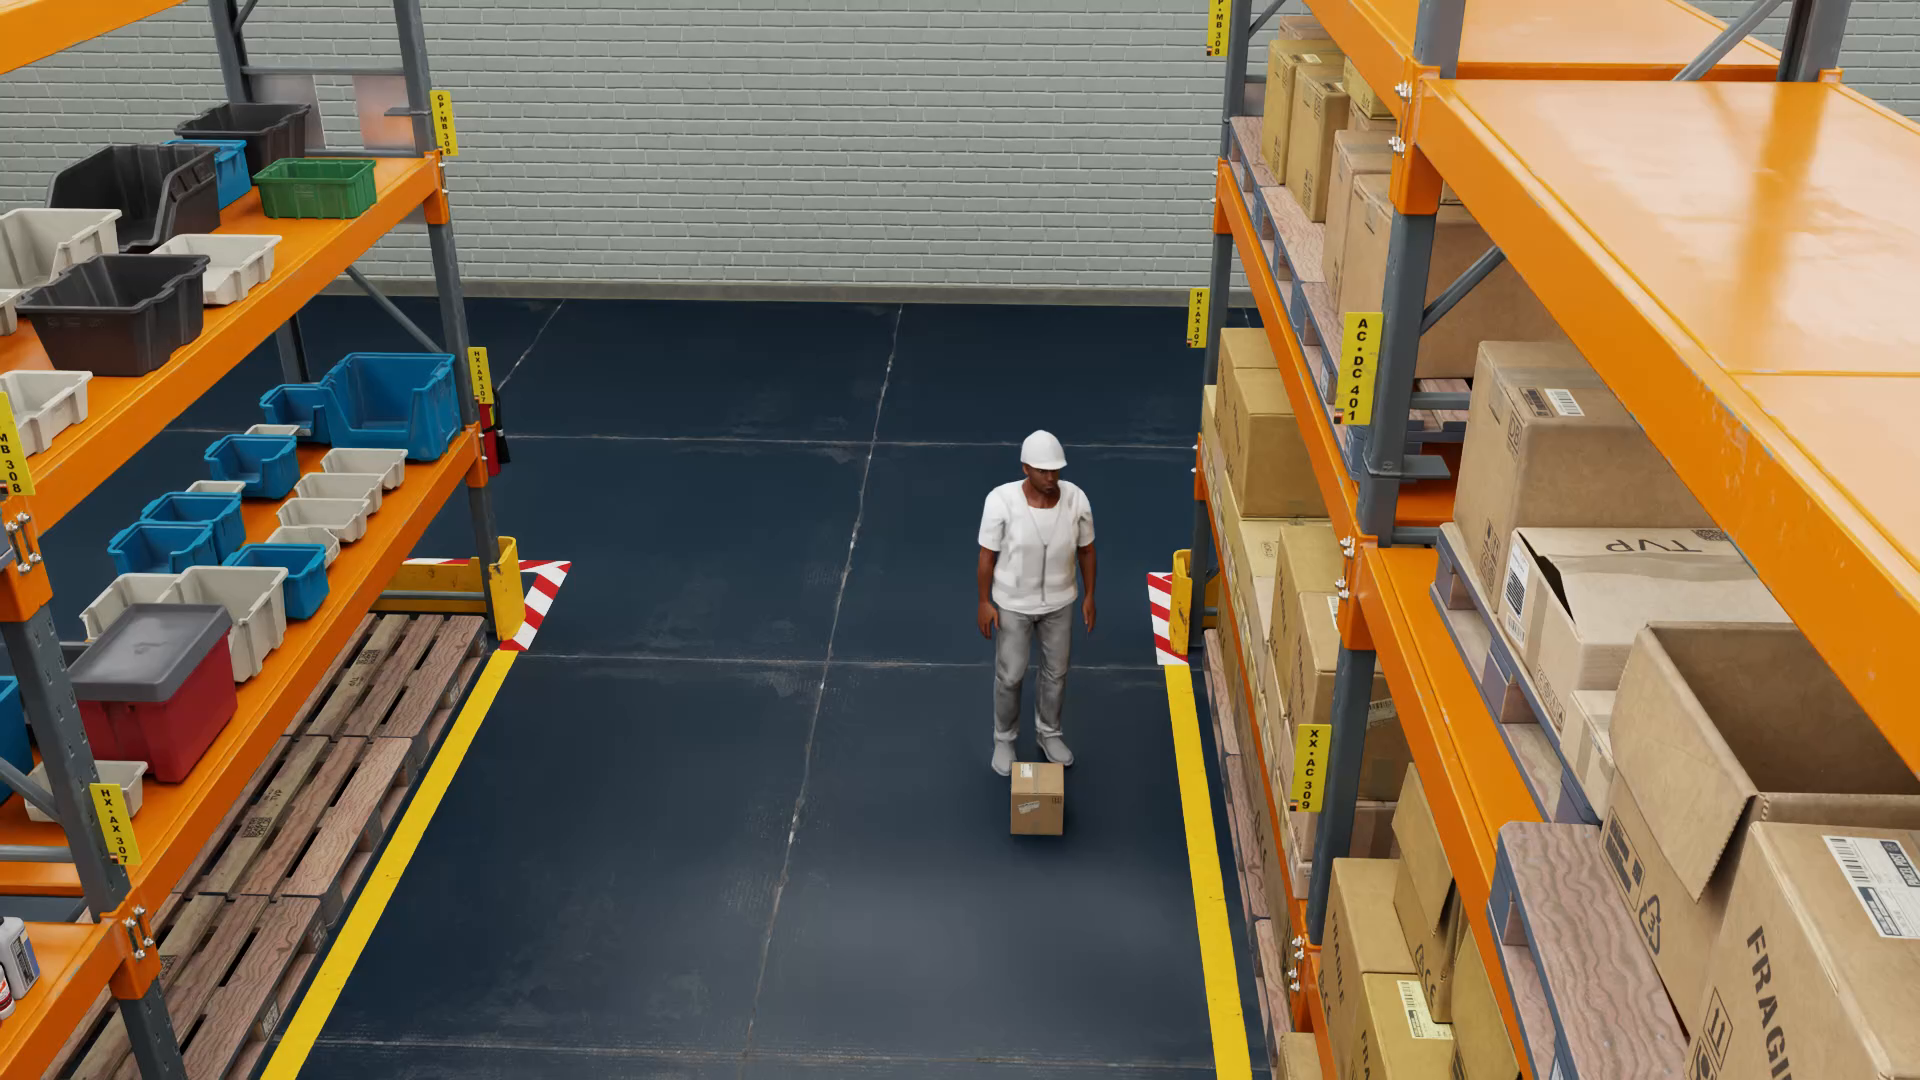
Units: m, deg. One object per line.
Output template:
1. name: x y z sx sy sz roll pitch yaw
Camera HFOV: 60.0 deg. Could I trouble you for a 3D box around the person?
1. person: 0.387 0.321 8.200 0.616 1.797 0.420 -7 29 -13
